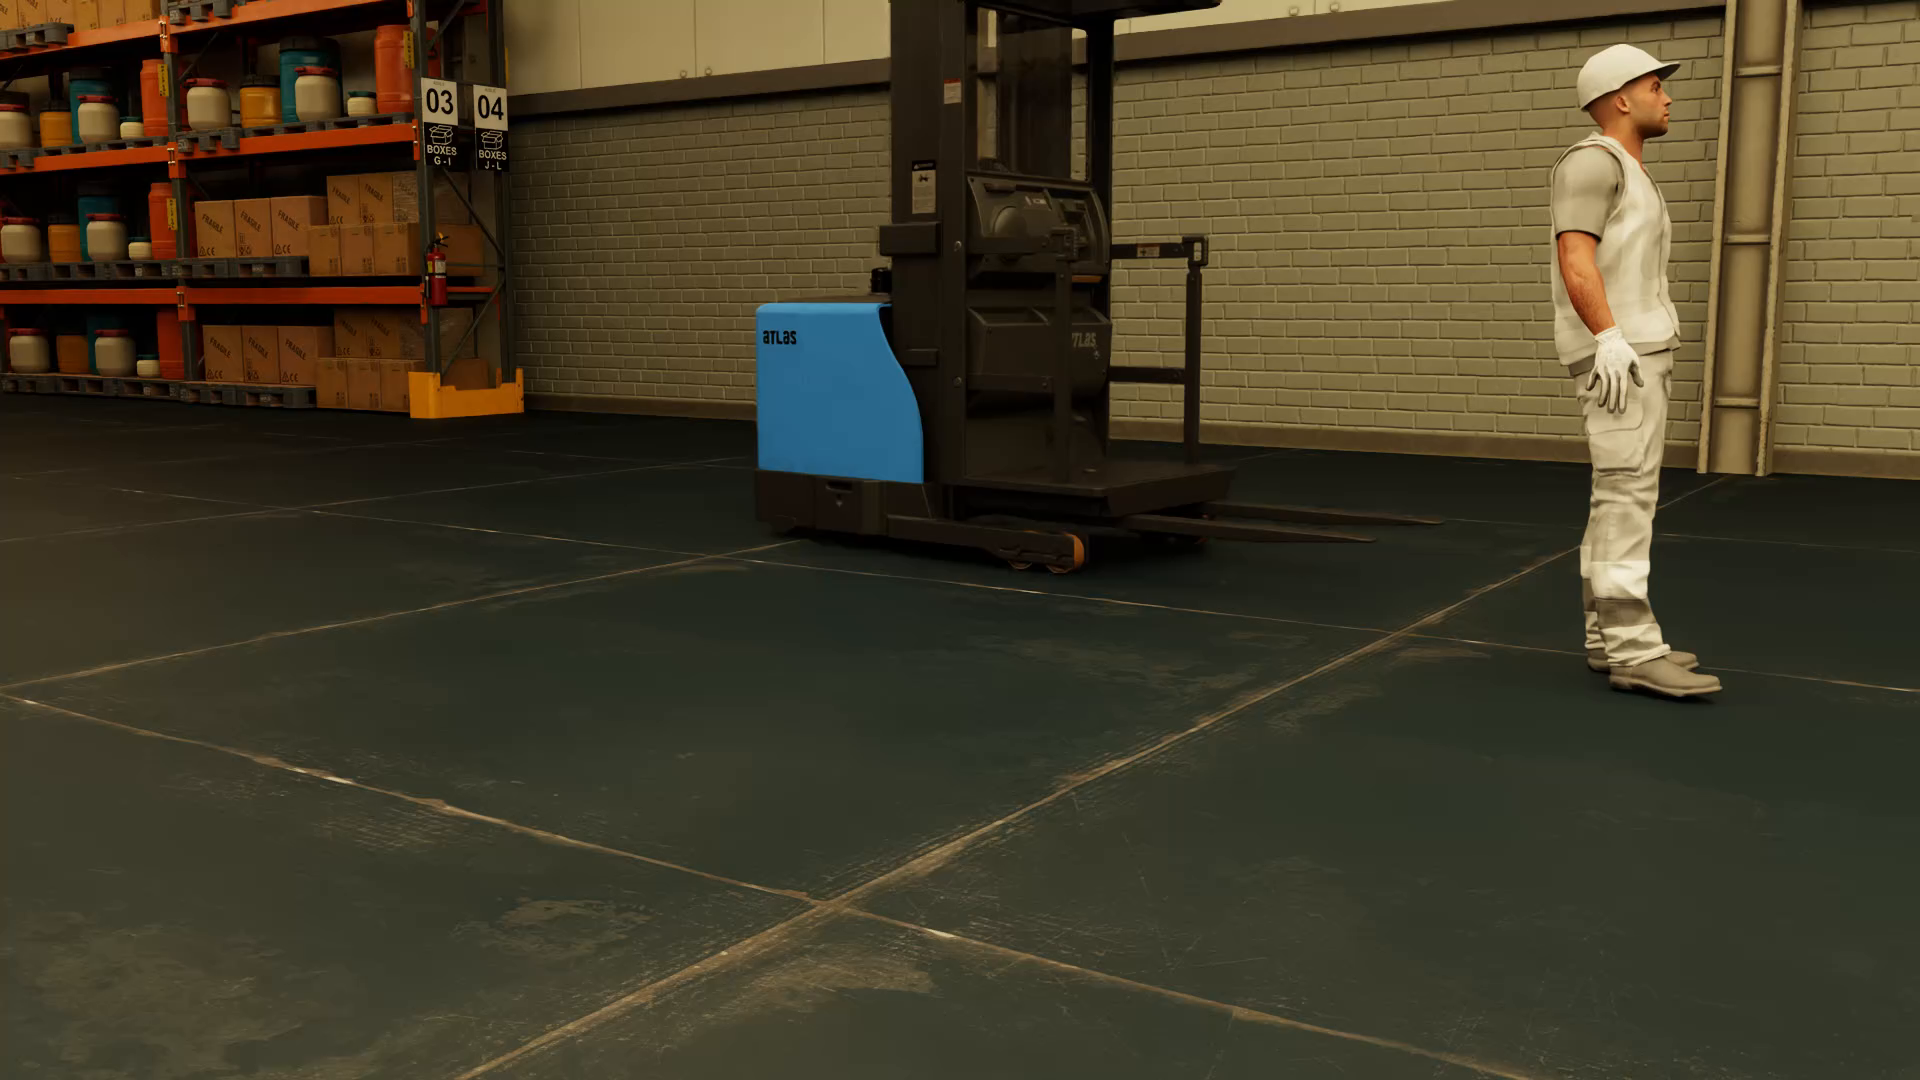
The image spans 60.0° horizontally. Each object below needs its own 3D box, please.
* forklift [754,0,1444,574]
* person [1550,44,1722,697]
[{"bbox_3d":[0.509,-1.397,7.018,3.031,2.935,1.130,6,10,38],"label":"forklift"},{"bbox_3d":[1.955,-0.499,4.714,0.558,1.789,0.637,5,10,33],"label":"person"}]
